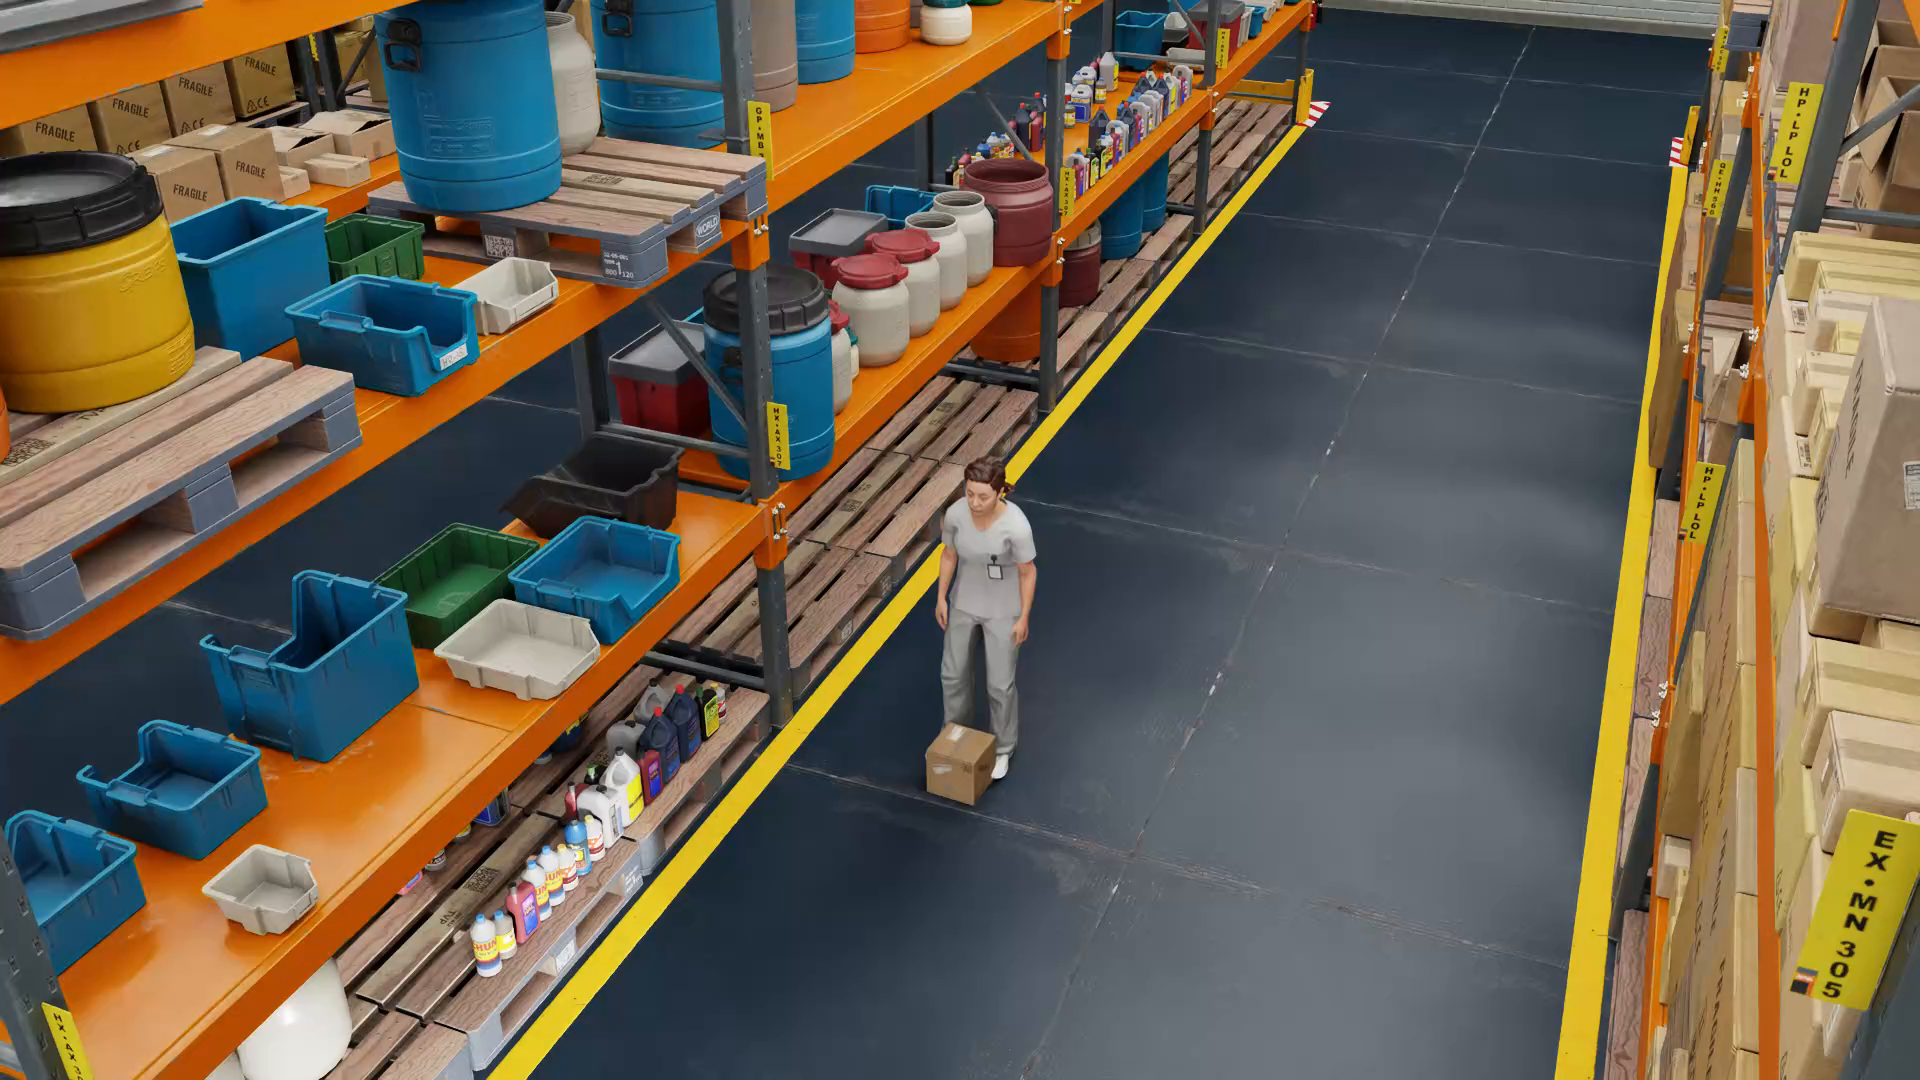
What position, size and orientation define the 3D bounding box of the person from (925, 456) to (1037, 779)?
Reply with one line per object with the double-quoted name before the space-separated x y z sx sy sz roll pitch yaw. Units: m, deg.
"person" 0.109 0.340 7.800 0.491 1.672 0.364 13 32 21
